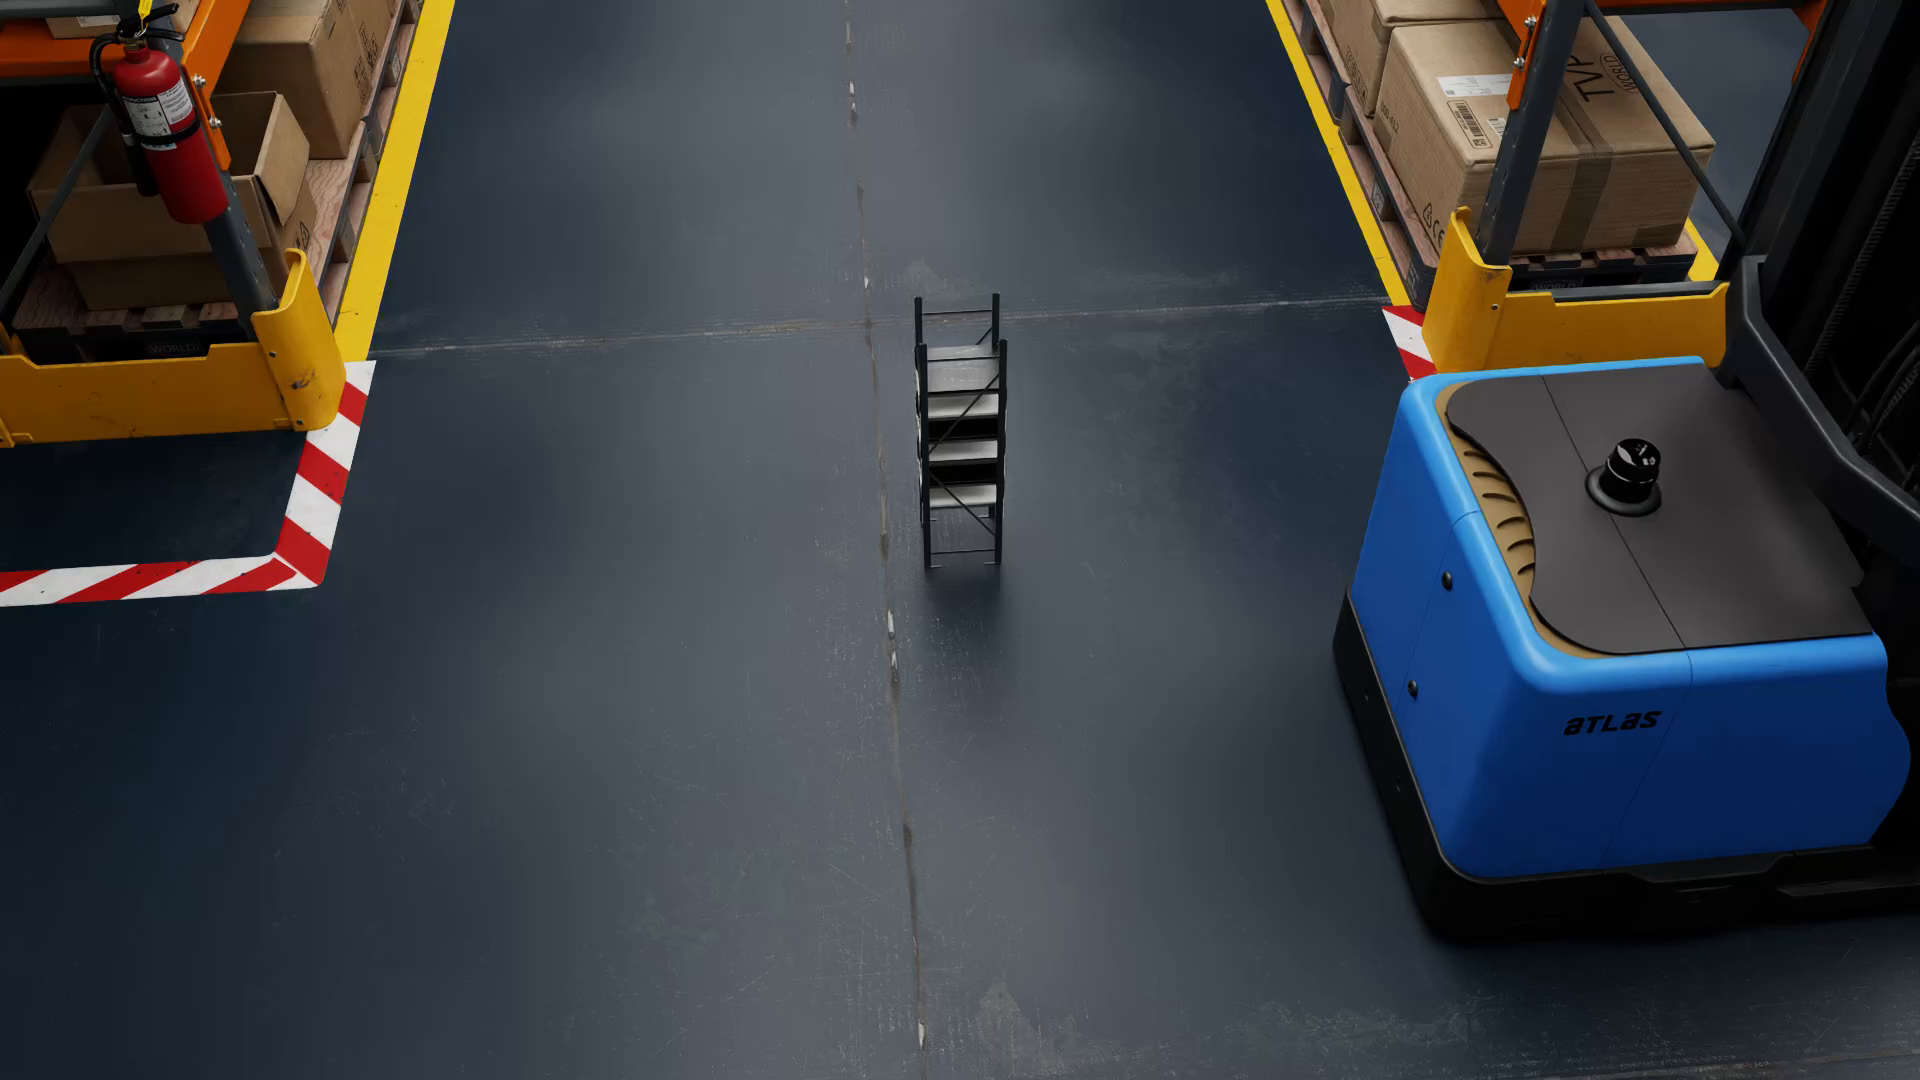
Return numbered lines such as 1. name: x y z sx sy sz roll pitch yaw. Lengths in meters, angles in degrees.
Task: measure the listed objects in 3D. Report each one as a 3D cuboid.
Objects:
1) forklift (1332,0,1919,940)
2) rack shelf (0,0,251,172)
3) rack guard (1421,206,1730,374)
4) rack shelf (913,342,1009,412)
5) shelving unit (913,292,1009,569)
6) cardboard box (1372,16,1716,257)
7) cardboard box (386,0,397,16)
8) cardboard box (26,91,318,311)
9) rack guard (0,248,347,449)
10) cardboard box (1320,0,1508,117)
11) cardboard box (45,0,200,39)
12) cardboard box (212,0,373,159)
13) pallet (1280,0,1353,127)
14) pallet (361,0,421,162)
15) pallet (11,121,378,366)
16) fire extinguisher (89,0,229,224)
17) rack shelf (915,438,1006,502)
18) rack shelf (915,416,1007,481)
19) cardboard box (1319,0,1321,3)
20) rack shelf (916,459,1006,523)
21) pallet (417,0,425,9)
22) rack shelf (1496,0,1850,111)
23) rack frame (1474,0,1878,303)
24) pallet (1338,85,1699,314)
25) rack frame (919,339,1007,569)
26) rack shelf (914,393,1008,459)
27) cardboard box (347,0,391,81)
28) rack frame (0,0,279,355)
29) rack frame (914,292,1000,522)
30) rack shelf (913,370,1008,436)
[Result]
1. forklift: 2.639 -0.448 3.655 3.031 2.935 1.130 -4 47 -4
2. rack shelf: -2.872 -2.637 6.177 1.077 0.370 4.000 -3 47 -3
3. rack guard: 2.243 -0.865 5.725 1.175 0.500 0.348 -3 47 -3
4. rack shelf: 0.001 -0.466 4.746 0.258 0.077 0.200 -3 47 -3
5. shelving unit: 0.001 -0.304 4.918 0.258 0.900 0.210 -3 47 -3
6. cardboard box: 2.086 -1.477 6.058 0.875 0.438 0.875 -5 47 -5
7. cardboard box: -2.781 -2.543 7.025 0.700 0.500 0.500 -5 47 -5
8. cardboard box: -2.662 -1.172 5.724 0.797 0.503 0.637 -5 47 -5
9. rack guard: -2.711 -0.633 5.505 1.175 0.500 0.348 -3 47 -3
10. cardboard box: 2.001 -2.139 6.685 0.875 0.438 0.875 -2 47 -2
11. cardboard box: -2.459 -1.606 4.878 0.380 0.149 0.250 -4 47 -4
12. cardboard box: -2.694 -1.792 6.313 0.700 0.500 0.500 -2 47 -2
13. pallet: 1.997 -2.238 7.224 1.003 0.211 1.213 -3 47 -3
14. pallet: -2.878 -1.991 6.991 1.003 0.211 1.213 -3 47 -3
15. pallet: -2.779 -1.110 6.157 1.003 0.211 1.213 -3 47 -3
16. fire extinguisher: -2.232 -1.205 4.635 0.296 0.674 0.183 -3 47 -3
17. rack shelf: 0.001 -0.219 5.007 0.258 0.077 0.200 -3 47 -3
18. rack shelf: 0.001 -0.281 4.942 0.258 0.077 0.200 -3 47 -3
19. cardboard box: 1.927 -2.791 7.303 0.875 0.438 0.875 -5 47 -4
20. rack shelf: 0.001 -0.157 5.073 0.258 0.077 0.200 -3 47 -3
21. pallet: -2.983 -2.876 7.828 1.003 0.211 1.213 -3 47 -3
22. rack shelf: 2.074 -2.942 6.466 1.077 0.370 4.000 -3 47 -3
23. rack frame: 2.241 -1.742 4.834 1.000 3.000 0.127 -3 47 -3
24. pallet: 2.096 -1.357 6.390 1.003 0.211 1.213 -3 47 -3
25. rack frame: 0.009 -0.230 4.848 0.240 0.900 0.006 -3 47 -3
26. rack shelf: 0.001 -0.343 4.877 0.258 0.077 0.200 -3 47 -3
27. cardboard box: -2.639 -2.180 6.681 0.500 0.500 0.500 -3 47 -3
28. rack frame: -2.705 -1.438 4.546 1.000 3.000 0.127 -3 47 -3
29. rack frame: -0.008 -0.377 4.987 0.240 0.900 0.006 -3 47 -3
30. rack shelf: 0.001 -0.404 4.811 0.258 0.077 0.200 -3 47 -3
